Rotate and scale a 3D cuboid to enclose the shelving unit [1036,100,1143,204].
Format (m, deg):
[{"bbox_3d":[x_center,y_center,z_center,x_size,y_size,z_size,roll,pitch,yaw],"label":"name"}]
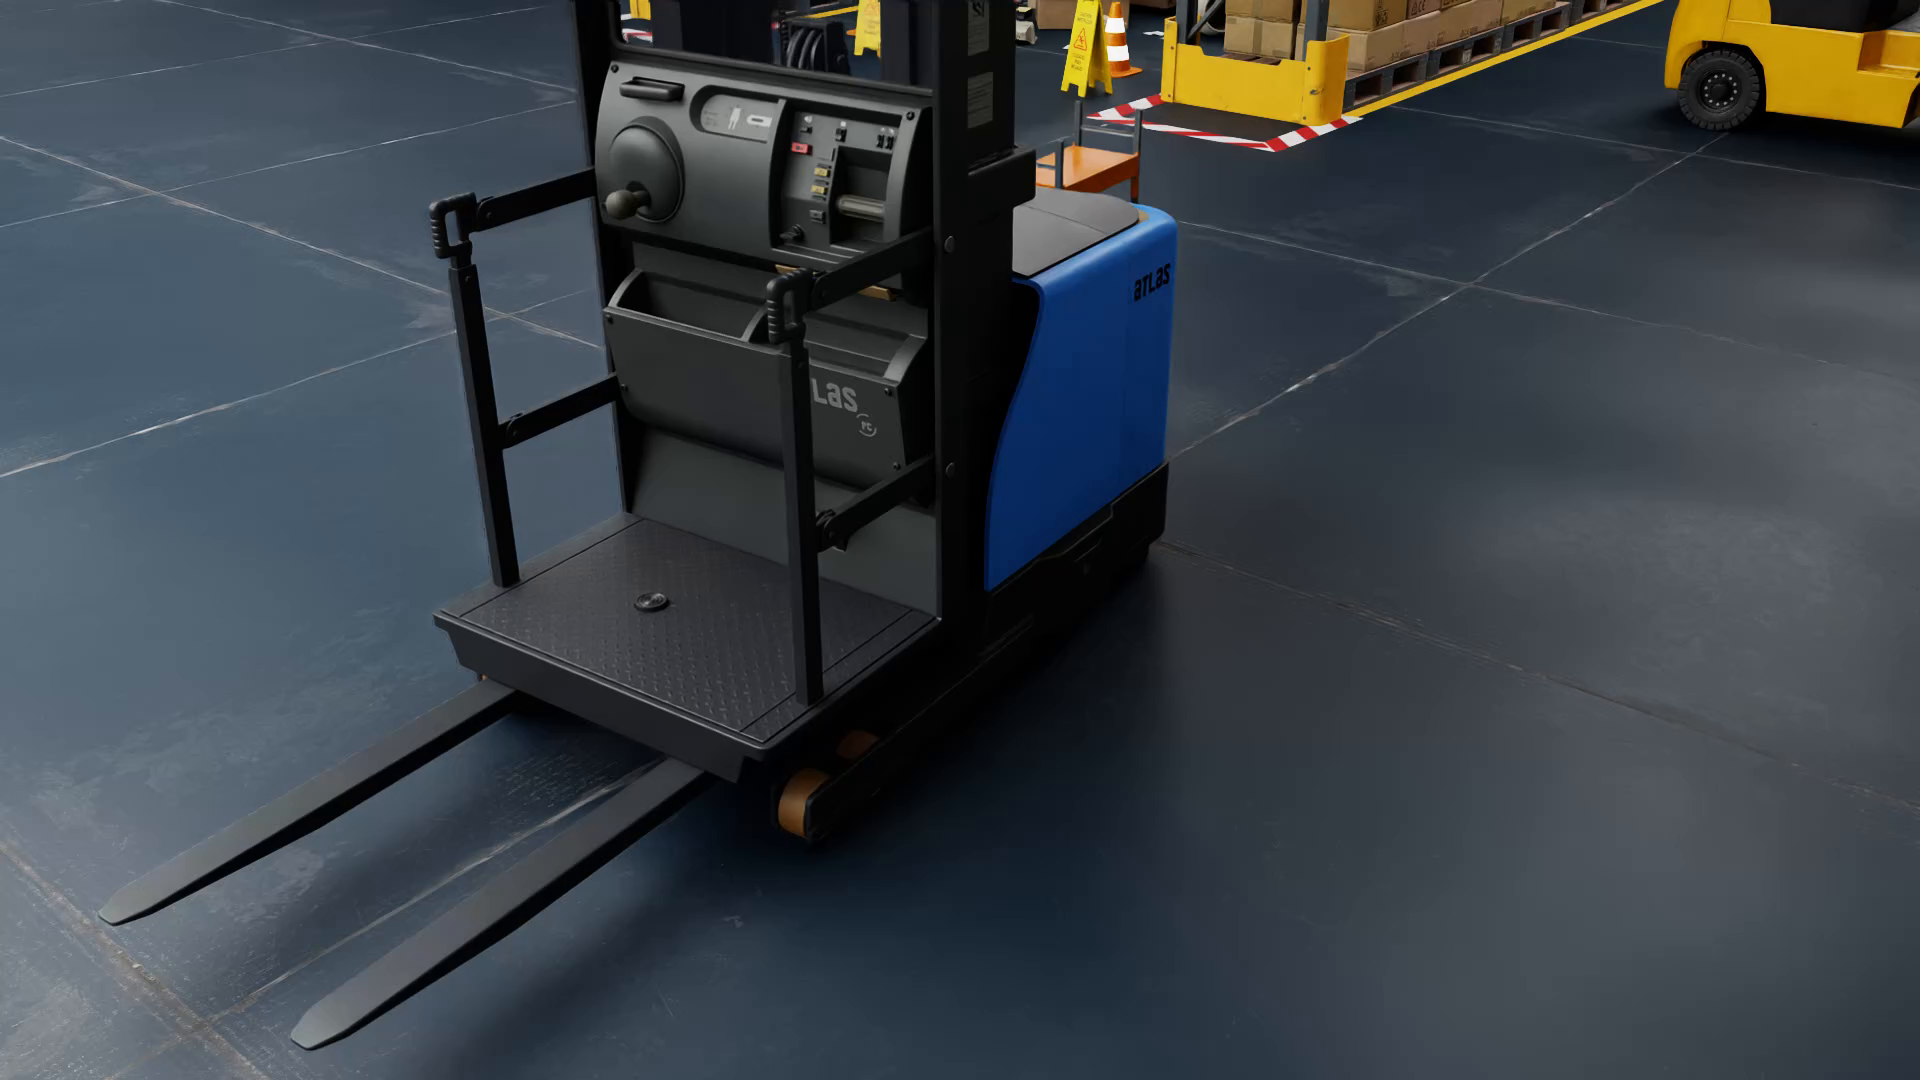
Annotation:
[{"bbox_3d":[0.341,-0.770,5.433,0.258,1.200,0.503,17,32,30],"label":"shelving unit"}]

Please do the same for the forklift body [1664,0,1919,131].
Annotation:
[{"bbox_3d":[5.414,-3.421,9.522,2.313,2.155,1.214,21,34,34],"label":"forklift body"}]

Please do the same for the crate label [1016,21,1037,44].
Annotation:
[{"bbox_3d":[0.441,-3.800,12.447,0.250,0.136,0.298,4,28,8],"label":"crate label"}]

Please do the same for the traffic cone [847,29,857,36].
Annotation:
[{"bbox_3d":[-0.667,-4.099,12.670,0.336,0.463,0.334,21,34,34],"label":"traffic cone"}]

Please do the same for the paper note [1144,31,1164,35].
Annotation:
[{"bbox_3d":[1.504,-3.892,12.753,0.142,0.019,0.148,-15,31,-27],"label":"paper note"}]

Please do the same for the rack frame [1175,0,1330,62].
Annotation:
[{"bbox_3d":[1.783,-4.042,9.798,1.000,3.000,0.127,21,34,34],"label":"rack frame"}]

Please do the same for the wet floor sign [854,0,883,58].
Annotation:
[{"bbox_3d":[-0.591,-3.818,11.928,0.267,0.644,0.232,15,31,26],"label":"wet floor sign"}]

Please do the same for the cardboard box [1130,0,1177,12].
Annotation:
[{"bbox_3d":[1.535,-4.690,13.620,0.797,0.637,0.503,21,34,34],"label":"cardboard box"}]

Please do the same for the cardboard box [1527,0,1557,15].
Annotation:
[{"bbox_3d":[4.159,-4.137,12.518,0.500,0.250,0.500,23,35,37],"label":"cardboard box"}]

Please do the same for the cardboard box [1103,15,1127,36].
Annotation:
[{"bbox_3d":[1.058,-3.830,12.492,0.250,0.149,0.380,-10,29,-18],"label":"cardboard box"}]

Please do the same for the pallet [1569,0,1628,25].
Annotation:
[{"bbox_3d":[4.821,-4.498,13.715,1.003,0.211,1.213,21,34,34],"label":"pallet"}]

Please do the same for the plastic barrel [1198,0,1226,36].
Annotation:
[{"bbox_3d":[1.929,-4.072,12.661,0.421,0.421,0.512,-5,28,-9],"label":"plastic barrel"}]

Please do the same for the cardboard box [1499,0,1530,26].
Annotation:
[{"bbox_3d":[3.828,-3.945,12.147,0.500,0.250,0.500,20,33,33],"label":"cardboard box"}]

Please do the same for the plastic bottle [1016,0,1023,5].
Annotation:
[{"bbox_3d":[0.396,-4.511,13.904,0.283,0.061,0.133,9,29,17],"label":"plastic bottle"}]

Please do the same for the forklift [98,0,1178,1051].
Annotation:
[{"bbox_3d":[-0.603,-0.849,3.700,1.130,2.935,3.031,17,32,30],"label":"forklift"}]

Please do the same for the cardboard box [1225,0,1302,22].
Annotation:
[{"bbox_3d":[2.091,-3.700,10.857,0.500,0.500,0.500,21,34,35],"label":"cardboard box"}]

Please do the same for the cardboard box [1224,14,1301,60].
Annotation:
[{"bbox_3d":[2.105,-3.381,11.056,0.500,0.250,0.500,21,34,34],"label":"cardboard box"}]

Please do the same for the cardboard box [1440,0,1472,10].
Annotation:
[{"bbox_3d":[3.179,-3.916,11.274,0.500,0.500,0.500,22,34,35],"label":"cardboard box"}]

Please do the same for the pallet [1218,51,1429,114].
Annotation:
[{"bbox_3d":[2.375,-3.108,11.028,1.003,0.211,1.213,21,34,34],"label":"pallet"}]

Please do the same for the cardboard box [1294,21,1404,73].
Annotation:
[{"bbox_3d":[2.509,-3.212,10.730,0.500,0.250,0.500,20,34,34],"label":"cardboard box"}]

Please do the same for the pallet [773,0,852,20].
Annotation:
[{"bbox_3d":[-1.653,-4.520,13.758,1.003,0.211,1.213,21,34,34],"label":"pallet"}]

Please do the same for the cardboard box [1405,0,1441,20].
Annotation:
[{"bbox_3d":[2.853,-3.740,10.935,0.500,0.500,0.500,19,33,33],"label":"cardboard box"}]

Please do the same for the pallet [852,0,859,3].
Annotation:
[{"bbox_3d":[-0.876,-4.951,14.591,1.003,0.211,1.213,21,34,34],"label":"pallet"}]

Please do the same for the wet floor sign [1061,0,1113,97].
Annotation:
[{"bbox_3d":[0.836,-3.241,10.813,0.232,0.644,0.267,-15,31,-27],"label":"wet floor sign"}]

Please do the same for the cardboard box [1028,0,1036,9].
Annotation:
[{"bbox_3d":[0.771,-4.509,13.676,0.258,0.266,0.396,-21,34,-35],"label":"cardboard box"}]

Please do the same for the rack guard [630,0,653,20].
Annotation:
[{"bbox_3d":[-2.116,-4.334,13.083,1.175,0.500,0.348,21,34,34],"label":"rack guard"}]

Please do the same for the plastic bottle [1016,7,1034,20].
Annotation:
[{"bbox_3d":[0.502,-4.254,13.406,0.133,0.061,0.283,9,29,17],"label":"plastic bottle"}]

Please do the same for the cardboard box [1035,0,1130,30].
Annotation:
[{"bbox_3d":[0.947,-4.295,13.006,0.797,0.503,0.637,0,27,0],"label":"cardboard box"}]

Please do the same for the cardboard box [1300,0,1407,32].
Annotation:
[{"bbox_3d":[2.524,-3.554,10.574,0.500,0.500,0.500,19,33,33],"label":"cardboard box"}]

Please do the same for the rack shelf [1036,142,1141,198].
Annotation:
[{"bbox_3d":[0.341,-1.119,5.252,0.258,0.148,0.480,17,32,30],"label":"rack shelf"}]

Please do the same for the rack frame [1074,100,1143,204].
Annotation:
[{"bbox_3d":[0.477,-0.863,5.613,0.240,1.200,0.015,17,32,30],"label":"rack frame"}]

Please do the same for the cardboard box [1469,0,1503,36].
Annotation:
[{"bbox_3d":[3.501,-3.766,11.801,0.500,0.250,0.500,21,34,35],"label":"cardboard box"}]

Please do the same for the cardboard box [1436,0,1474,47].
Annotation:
[{"bbox_3d":[3.177,-3.588,11.457,0.500,0.250,0.500,24,35,38],"label":"cardboard box"}]

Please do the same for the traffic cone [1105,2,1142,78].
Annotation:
[{"bbox_3d":[1.061,-3.444,11.404,0.336,0.463,0.334,21,34,34],"label":"traffic cone"}]

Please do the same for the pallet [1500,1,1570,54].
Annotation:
[{"bbox_3d":[3.927,-3.973,12.700,1.003,0.211,1.213,21,34,34],"label":"pallet"}]

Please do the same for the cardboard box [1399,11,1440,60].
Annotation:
[{"bbox_3d":[2.840,-3.391,11.075,0.500,0.250,0.500,22,35,36],"label":"cardboard box"}]

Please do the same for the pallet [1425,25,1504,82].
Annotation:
[{"bbox_3d":[3.152,-3.538,11.860,1.003,0.211,1.213,21,34,34],"label":"pallet"}]

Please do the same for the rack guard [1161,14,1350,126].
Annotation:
[{"bbox_3d":[1.831,-2.958,10.424,1.175,0.500,0.348,21,34,34],"label":"rack guard"}]

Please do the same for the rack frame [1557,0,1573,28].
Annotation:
[{"bbox_3d":[4.327,-5.460,12.539,1.000,3.000,0.127,21,34,34],"label":"rack frame"}]

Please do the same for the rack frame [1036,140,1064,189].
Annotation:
[{"bbox_3d":[0.205,-0.677,5.253,0.240,1.200,0.015,17,32,30],"label":"rack frame"}]

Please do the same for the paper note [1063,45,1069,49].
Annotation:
[{"bbox_3d":[0.848,-3.640,12.253,0.148,0.019,0.142,9,29,17],"label":"paper note"}]

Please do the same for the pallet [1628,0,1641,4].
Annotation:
[{"bbox_3d":[5.597,-4.932,14.554,1.003,0.211,1.213,21,34,34],"label":"pallet"}]
